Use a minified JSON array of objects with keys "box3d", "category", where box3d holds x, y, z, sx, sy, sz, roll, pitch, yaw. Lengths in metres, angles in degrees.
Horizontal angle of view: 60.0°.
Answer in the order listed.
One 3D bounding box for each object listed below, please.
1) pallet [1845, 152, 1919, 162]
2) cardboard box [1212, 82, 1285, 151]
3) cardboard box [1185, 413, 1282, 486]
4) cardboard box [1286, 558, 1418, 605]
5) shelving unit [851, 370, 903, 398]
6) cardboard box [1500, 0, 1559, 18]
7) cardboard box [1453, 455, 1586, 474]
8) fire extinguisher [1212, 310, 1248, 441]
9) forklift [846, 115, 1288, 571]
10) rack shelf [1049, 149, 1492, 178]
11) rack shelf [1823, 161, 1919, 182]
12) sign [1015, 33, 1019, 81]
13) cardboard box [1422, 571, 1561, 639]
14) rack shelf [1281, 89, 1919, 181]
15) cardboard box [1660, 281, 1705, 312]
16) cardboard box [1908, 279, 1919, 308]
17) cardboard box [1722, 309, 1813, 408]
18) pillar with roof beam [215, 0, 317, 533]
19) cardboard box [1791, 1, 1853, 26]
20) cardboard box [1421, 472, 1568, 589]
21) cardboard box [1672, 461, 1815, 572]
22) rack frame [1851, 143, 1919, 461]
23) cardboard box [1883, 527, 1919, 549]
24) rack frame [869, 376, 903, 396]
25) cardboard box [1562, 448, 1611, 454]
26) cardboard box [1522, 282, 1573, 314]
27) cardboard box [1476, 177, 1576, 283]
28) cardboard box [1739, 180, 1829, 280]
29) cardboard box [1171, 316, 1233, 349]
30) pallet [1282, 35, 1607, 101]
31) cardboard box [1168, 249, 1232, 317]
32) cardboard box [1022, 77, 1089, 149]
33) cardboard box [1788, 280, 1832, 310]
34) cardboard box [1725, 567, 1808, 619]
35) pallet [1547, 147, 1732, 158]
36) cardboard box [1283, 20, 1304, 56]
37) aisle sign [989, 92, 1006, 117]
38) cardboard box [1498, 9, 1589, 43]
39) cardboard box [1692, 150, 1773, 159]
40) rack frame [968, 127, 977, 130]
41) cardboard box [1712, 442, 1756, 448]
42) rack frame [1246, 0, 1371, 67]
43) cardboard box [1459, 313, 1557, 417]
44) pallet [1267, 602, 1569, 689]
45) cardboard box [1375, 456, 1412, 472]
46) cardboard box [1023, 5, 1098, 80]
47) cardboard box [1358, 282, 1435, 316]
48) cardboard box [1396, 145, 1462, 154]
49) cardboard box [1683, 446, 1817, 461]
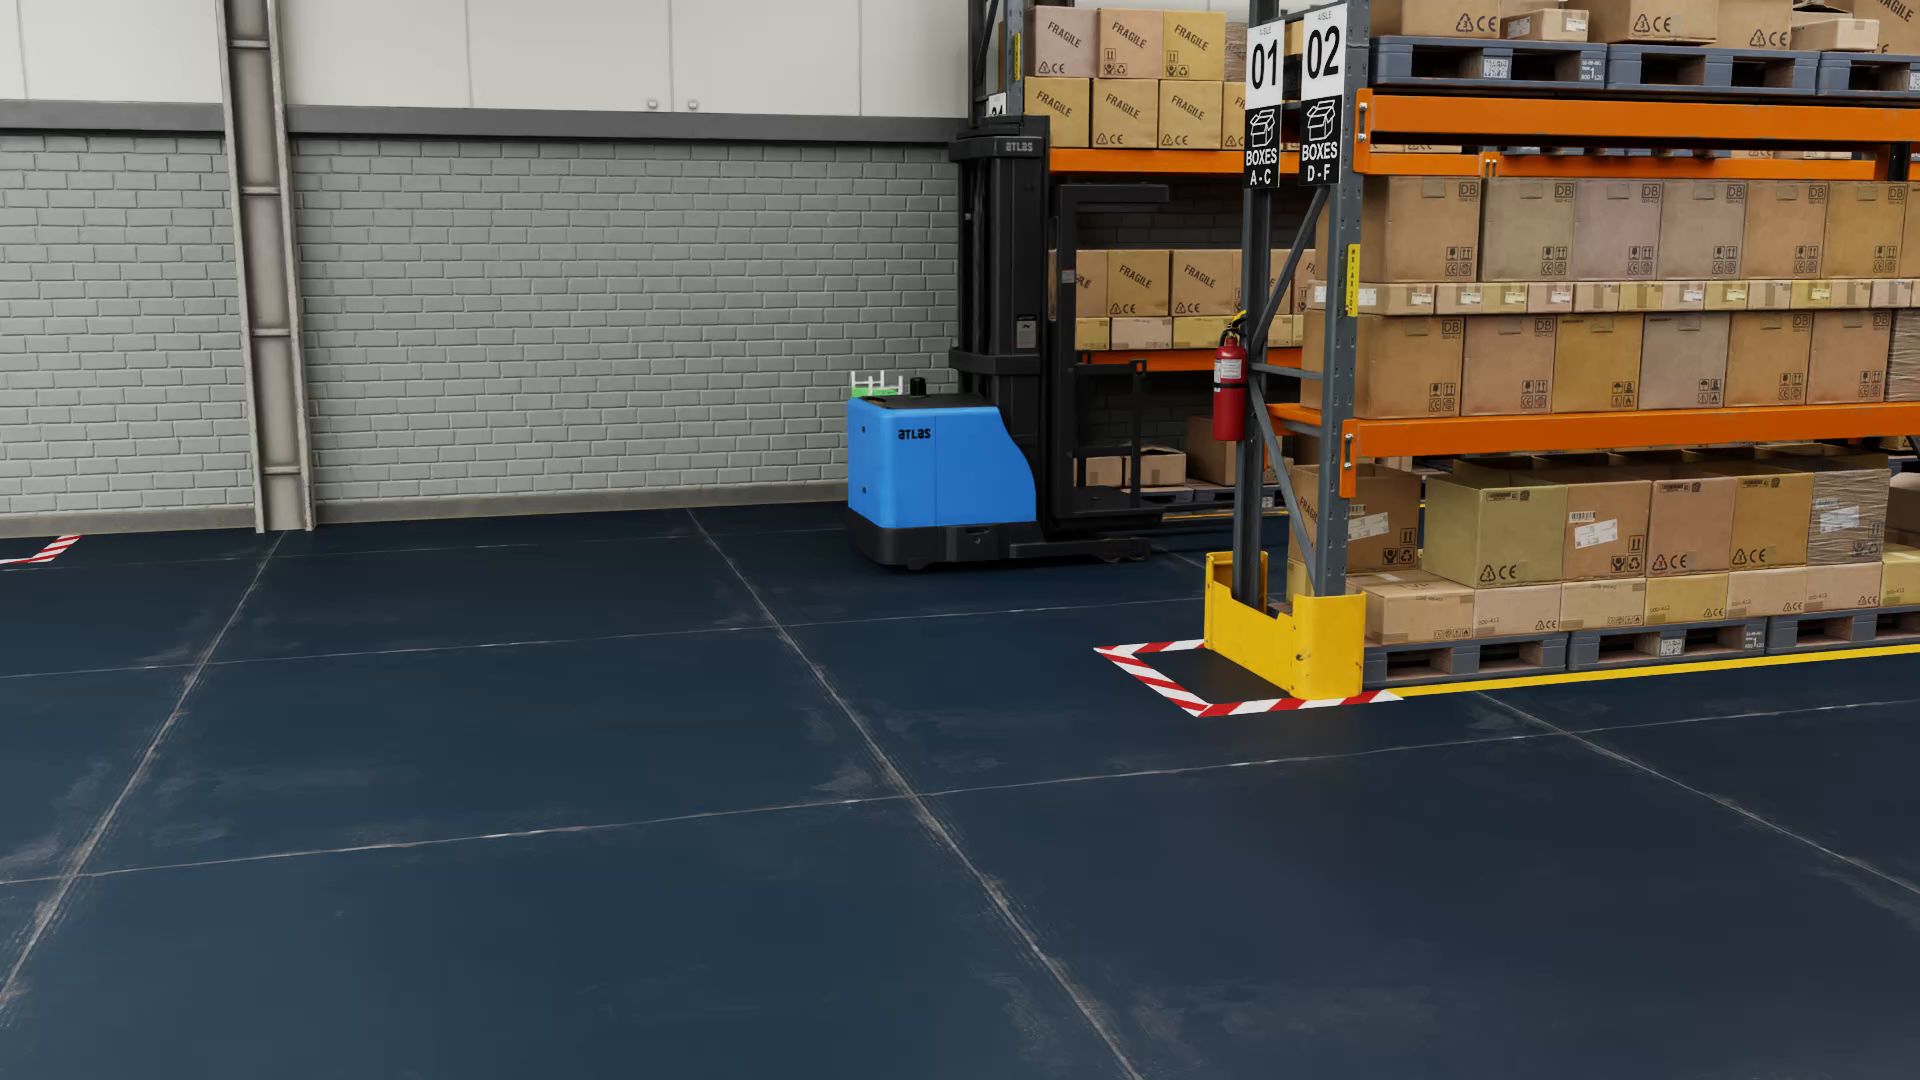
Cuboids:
[{"box3d":[8.544,-3.511,15.068,1.003,0.211,1.213,-2,11,-13],"category":"pallet"},{"box3d":[2.182,-3.268,12.898,0.500,0.500,0.500,-2,11,-12],"category":"cardboard box"},{"box3d":[2.215,-0.745,13.499,0.500,0.500,0.700,-4,11,-20],"category":"cardboard box"},{"box3d":[2.080,0.247,8.857,0.500,0.250,0.500,-3,11,-16],"category":"cardboard box"},{"box3d":[-0.597,-0.601,11.999,0.258,1.200,0.503,-3,11,-18],"category":"shelving unit"},{"box3d":[2.680,-2.602,8.477,0.500,0.250,0.500,-3,11,-16],"category":"cardboard box"},{"box3d":[3.036,-0.176,9.080,0.500,0.500,0.500,-3,11,-16],"category":"cardboard box"},{"box3d":[1.405,-0.857,8.633,0.183,0.674,0.296,-3,11,-16],"category":"fire extinguisher"},{"box3d":[0.782,-1.375,11.418,3.031,2.935,1.130,-3,11,-17],"category":"forklift"},{"box3d":[2.180,-2.904,13.240,4.000,0.370,1.077,-3,11,-16],"category":"rack shelf"},{"box3d":[9.861,-3.309,15.439,4.000,0.370,1.077,-3,11,-16],"category":"rack shelf"},{"box3d":[0.412,-3.492,12.033,0.005,0.325,0.100,-3,11,-16],"category":"sign"},{"box3d":[2.704,0.311,8.509,0.500,0.250,0.500,-3,11,-16],"category":"cardboard box"},{"box3d":[3.568,-2.043,8.563,4.000,0.370,1.077,-3,11,-16],"category":"rack shelf"},{"box3d":[3.561,-1.249,8.478,0.250,0.149,0.380,-3,11,-15],"category":"cardboard box"},{"box3d":[5.049,-1.328,8.908,0.250,0.149,0.380,-3,11,-17],"category":"cardboard box"},{"box3d":[4.077,-0.996,8.897,0.500,0.500,0.700,-3,11,-15],"category":"cardboard box"},{"box3d":[-3.867,-3.766,7.648,0.400,9.000,9.100,-3,11,-16],"category":"pillar with roof beam"},{"box3d":[4.413,-2.723,8.967,0.500,0.311,0.500,-4,11,-19],"category":"cardboard box"},{"box3d":[2.705,-0.058,8.439,0.500,0.500,0.500,-3,11,-16],"category":"cardboard box"},{"box3d":[4.142,-0.135,8.861,0.500,0.500,0.500,-3,11,-16],"category":"cardboard box"},{"box3d":[5.489,-1.023,9.319,0.127,3.000,1.000,-3,11,-16],"category":"rack frame"},{"box3d":[5.806,0.051,9.918,0.500,0.250,0.500,-3,11,-16],"category":"cardboard box"},{"box3d":[-0.521,-0.559,11.771,0.240,1.200,0.015,-3,11,-18],"category":"rack frame"},{"box3d":[5.285,-0.946,14.590,0.500,0.500,0.700,-3,11,-17],"category":"cardboard box"},{"box3d":[2.820,-1.210,8.266,0.250,0.149,0.380,-3,11,-17],"category":"cardboard box"},{"box3d":[2.654,-1.560,8.374,0.500,0.500,0.700,-3,11,-17],"category":"cardboard box"},{"box3d":[4.098,-1.636,8.788,0.500,0.500,0.700,-3,11,-16],"category":"cardboard box"},{"box3d":[1.802,-1.641,13.033,0.500,0.250,0.500,-3,11,-17],"category":"cardboard box"},{"box3d":[2.334,-2.284,8.126,1.213,0.211,1.003,-3,11,-16],"category":"pallet"},{"box3d":[1.777,-2.007,12.950,0.500,0.500,0.500,-3,11,-18],"category":"cardboard box"},{"box3d":[0.651,-3.189,12.470,0.500,0.500,0.500,-3,11,-14],"category":"cardboard box"},{"box3d":[4.310,-1.289,8.696,0.250,0.149,0.380,-3,11,-16],"category":"cardboard box"},{"box3d":[4.146,0.236,8.917,0.500,0.250,0.500,-3,11,-16],"category":"cardboard box"},{"box3d":[5.718,-3.333,14.098,1.003,0.211,1.213,-3,11,-16],"category":"pallet"},{"box3d":[2.673,-3.780,12.915,0.500,0.500,0.500,-3,11,-18],"category":"cardboard box"},{"box3d":[0.275,-2.904,12.358,0.004,0.787,0.394,-3,11,-16],"category":"aisle sign"},{"box3d":[2.827,-2.477,8.077,0.250,0.149,0.380,-3,11,-16],"category":"cardboard box"},{"box3d":[6.670,-3.573,14.544,0.637,0.503,0.797,-1,11,-8],"category":"cardboard box"},{"box3d":[0.260,-1.682,12.896,0.127,3.000,1.000,-3,11,-16],"category":"rack frame"},{"box3d":[6.737,-1.022,15.003,0.500,0.500,0.700,-3,11,-16],"category":"cardboard box"},{"box3d":[1.648,-3.771,7.677,0.127,3.000,1.000,-3,11,-16],"category":"rack frame"},{"box3d":[2.603,-0.919,8.476,0.500,0.500,0.700,-3,11,-14],"category":"cardboard box"},{"box3d":[2.371,0.505,8.722,1.213,0.211,1.003,-3,11,-16],"category":"pallet"},{"box3d":[3.595,-0.675,14.037,0.250,0.166,0.380,-5,11,-23],"category":"cardboard box"},{"box3d":[0.698,-3.685,12.400,0.500,0.500,0.500,-4,11,-20],"category":"cardboard box"},{"box3d":[2.085,-1.171,8.056,0.250,0.149,0.380,-3,11,-16],"category":"cardboard box"},{"box3d":[3.682,-3.350,13.341,0.500,0.500,0.500,-3,11,-14],"category":"cardboard box"},{"box3d":[4.478,-0.250,9.486,0.500,0.500,0.500,-3,11,-16],"category":"cardboard box"}]
